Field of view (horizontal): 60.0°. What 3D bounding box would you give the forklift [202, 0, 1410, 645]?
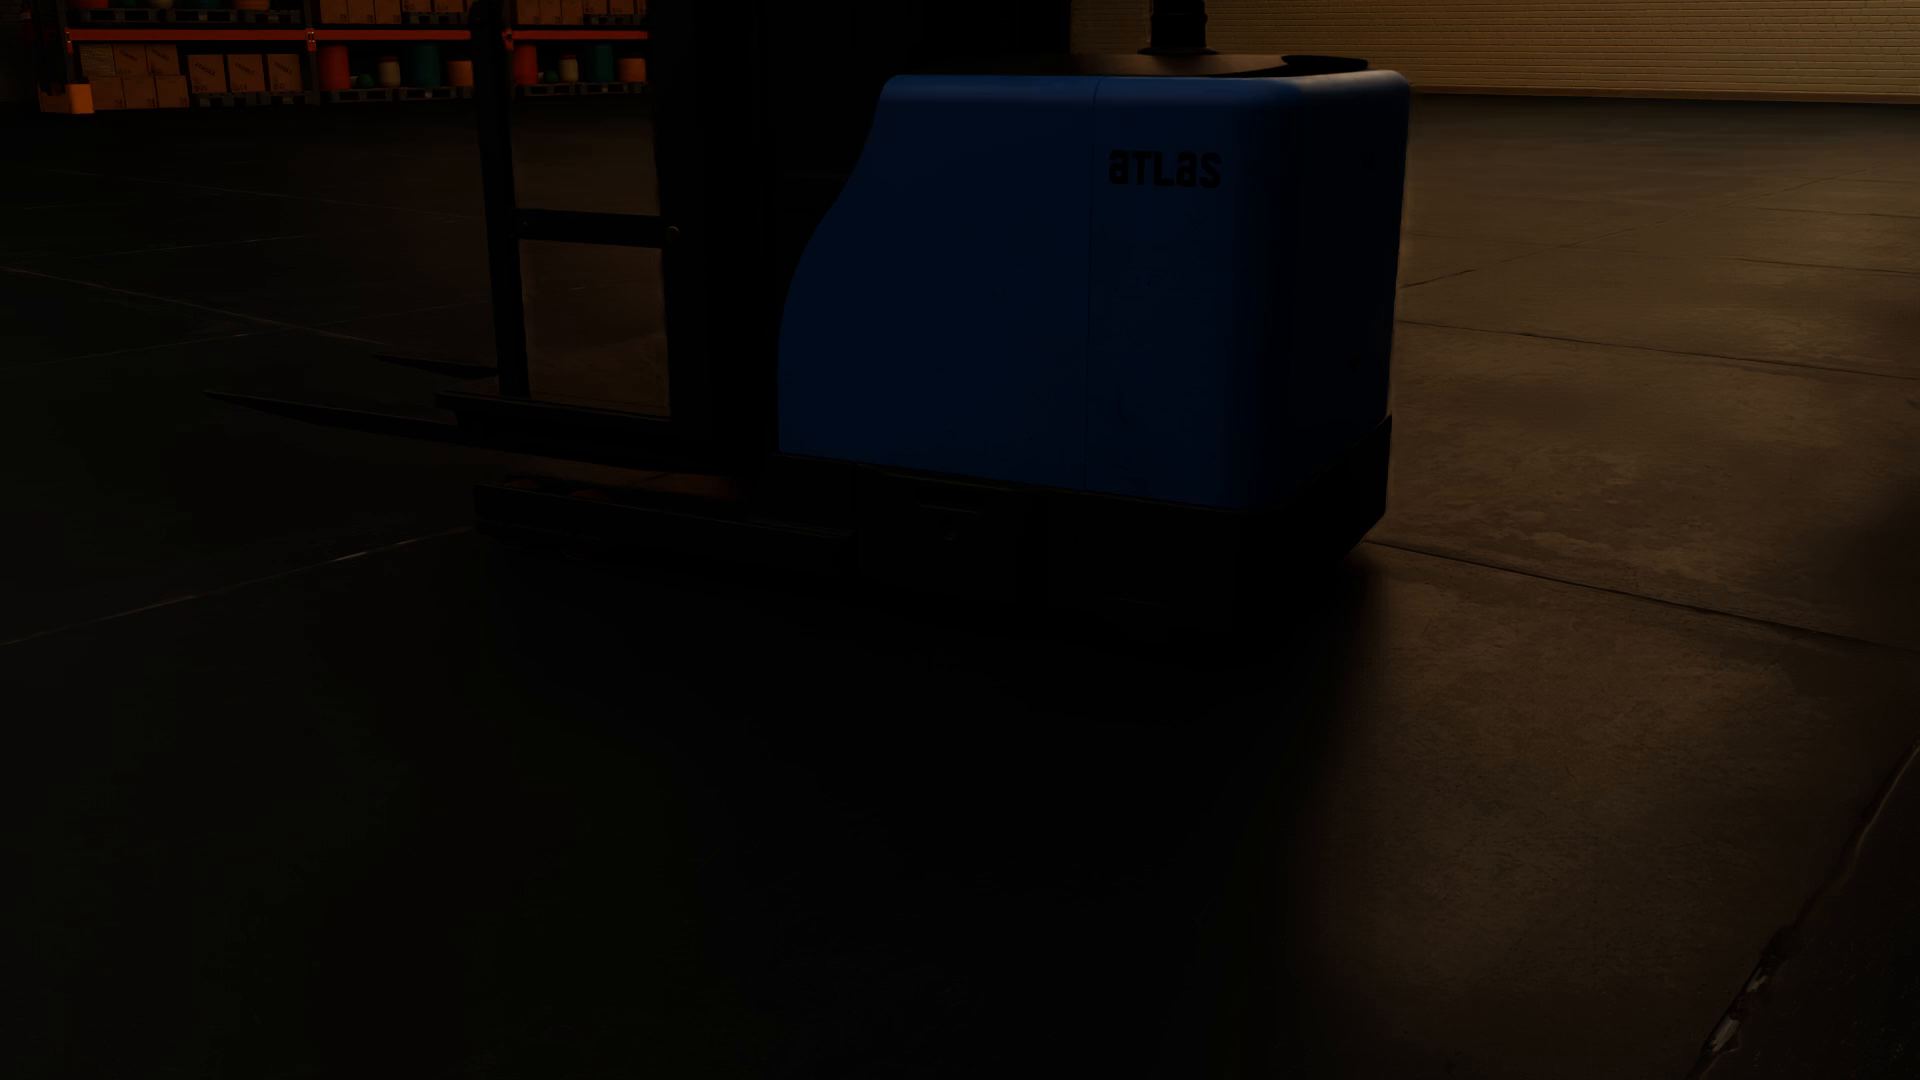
[{"bbox_3d":[-0.553,-1.480,3.771,3.031,2.935,1.130,8,19,26],"label":"forklift"}]
